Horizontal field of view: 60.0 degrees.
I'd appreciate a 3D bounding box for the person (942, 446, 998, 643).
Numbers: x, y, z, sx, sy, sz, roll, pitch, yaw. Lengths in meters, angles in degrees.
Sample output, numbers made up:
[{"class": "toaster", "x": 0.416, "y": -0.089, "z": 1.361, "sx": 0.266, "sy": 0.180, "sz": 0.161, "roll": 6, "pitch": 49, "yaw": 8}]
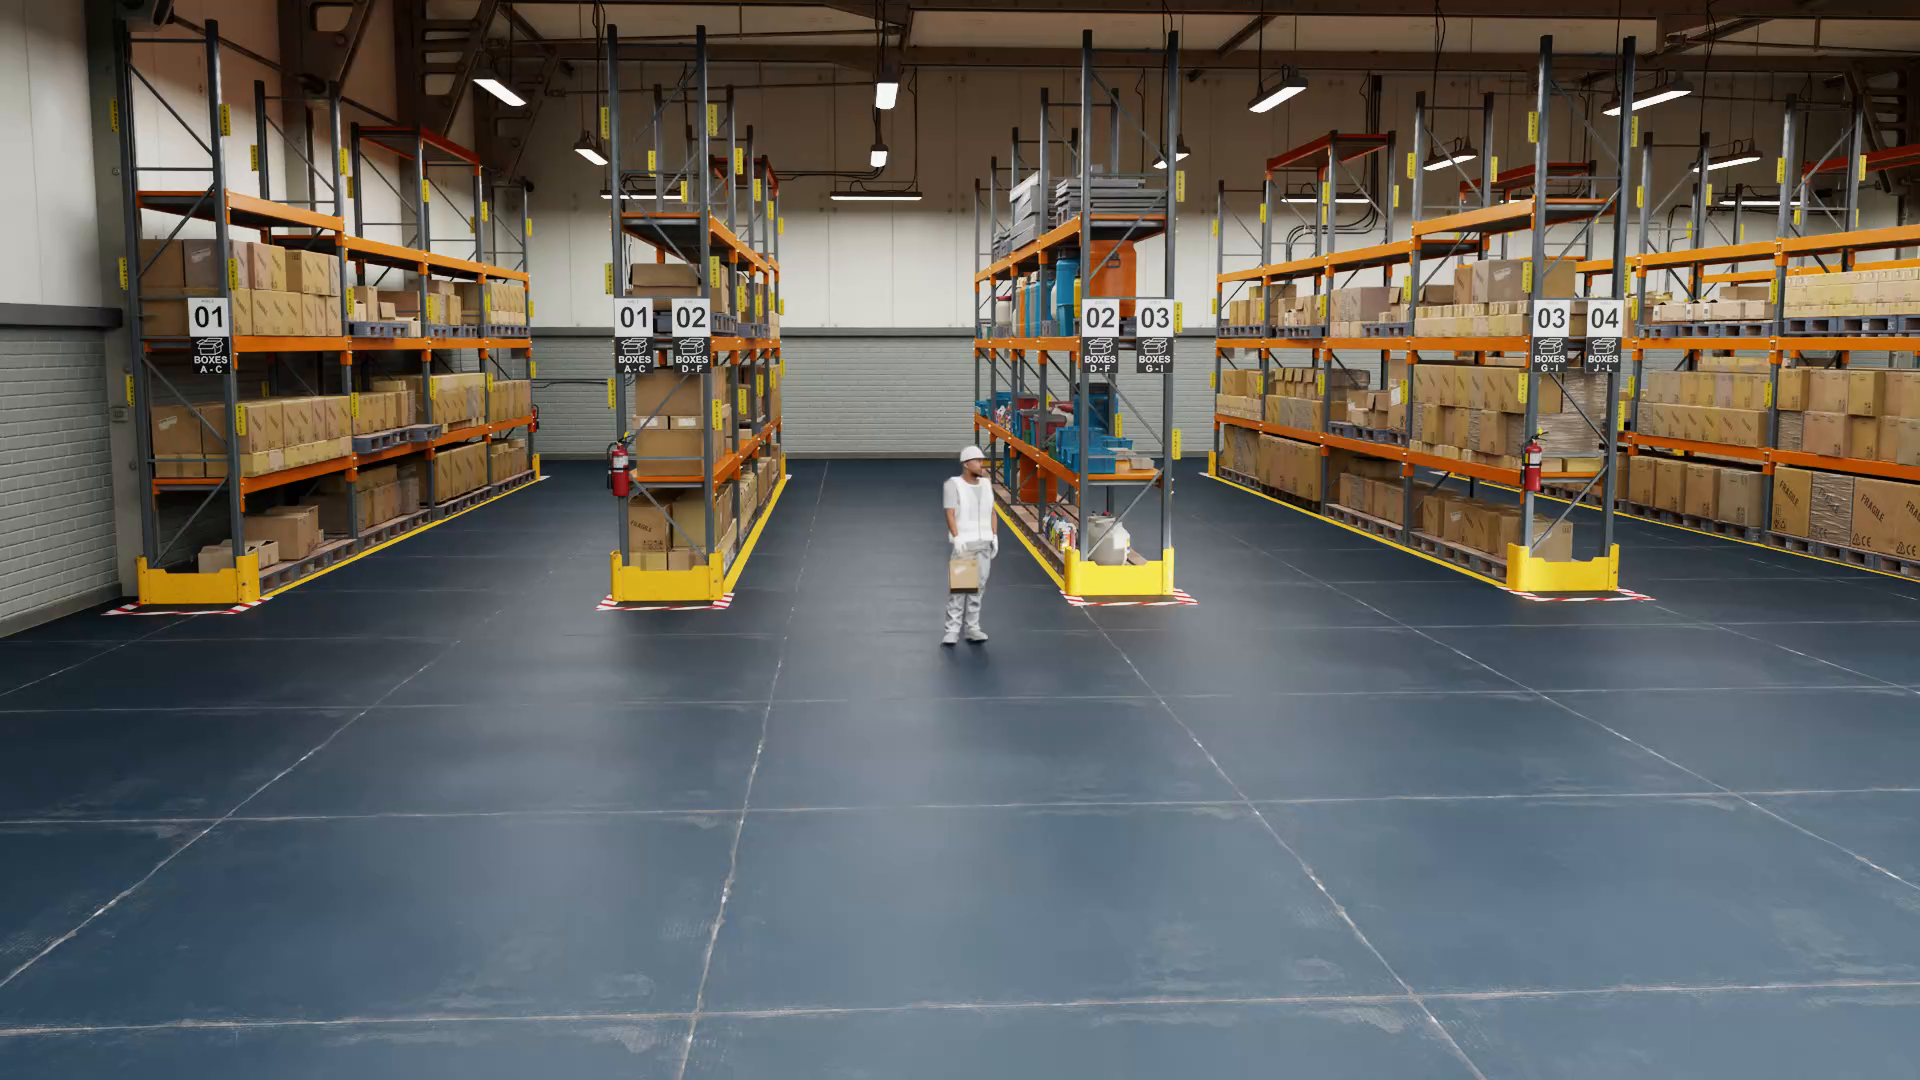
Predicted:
[{"class": "person", "x": 0.089, "y": 0.037, "z": 15.216, "sx": 0.613, "sy": 1.788, "sz": 0.432, "roll": -4, "pitch": 8, "yaw": -32}]
